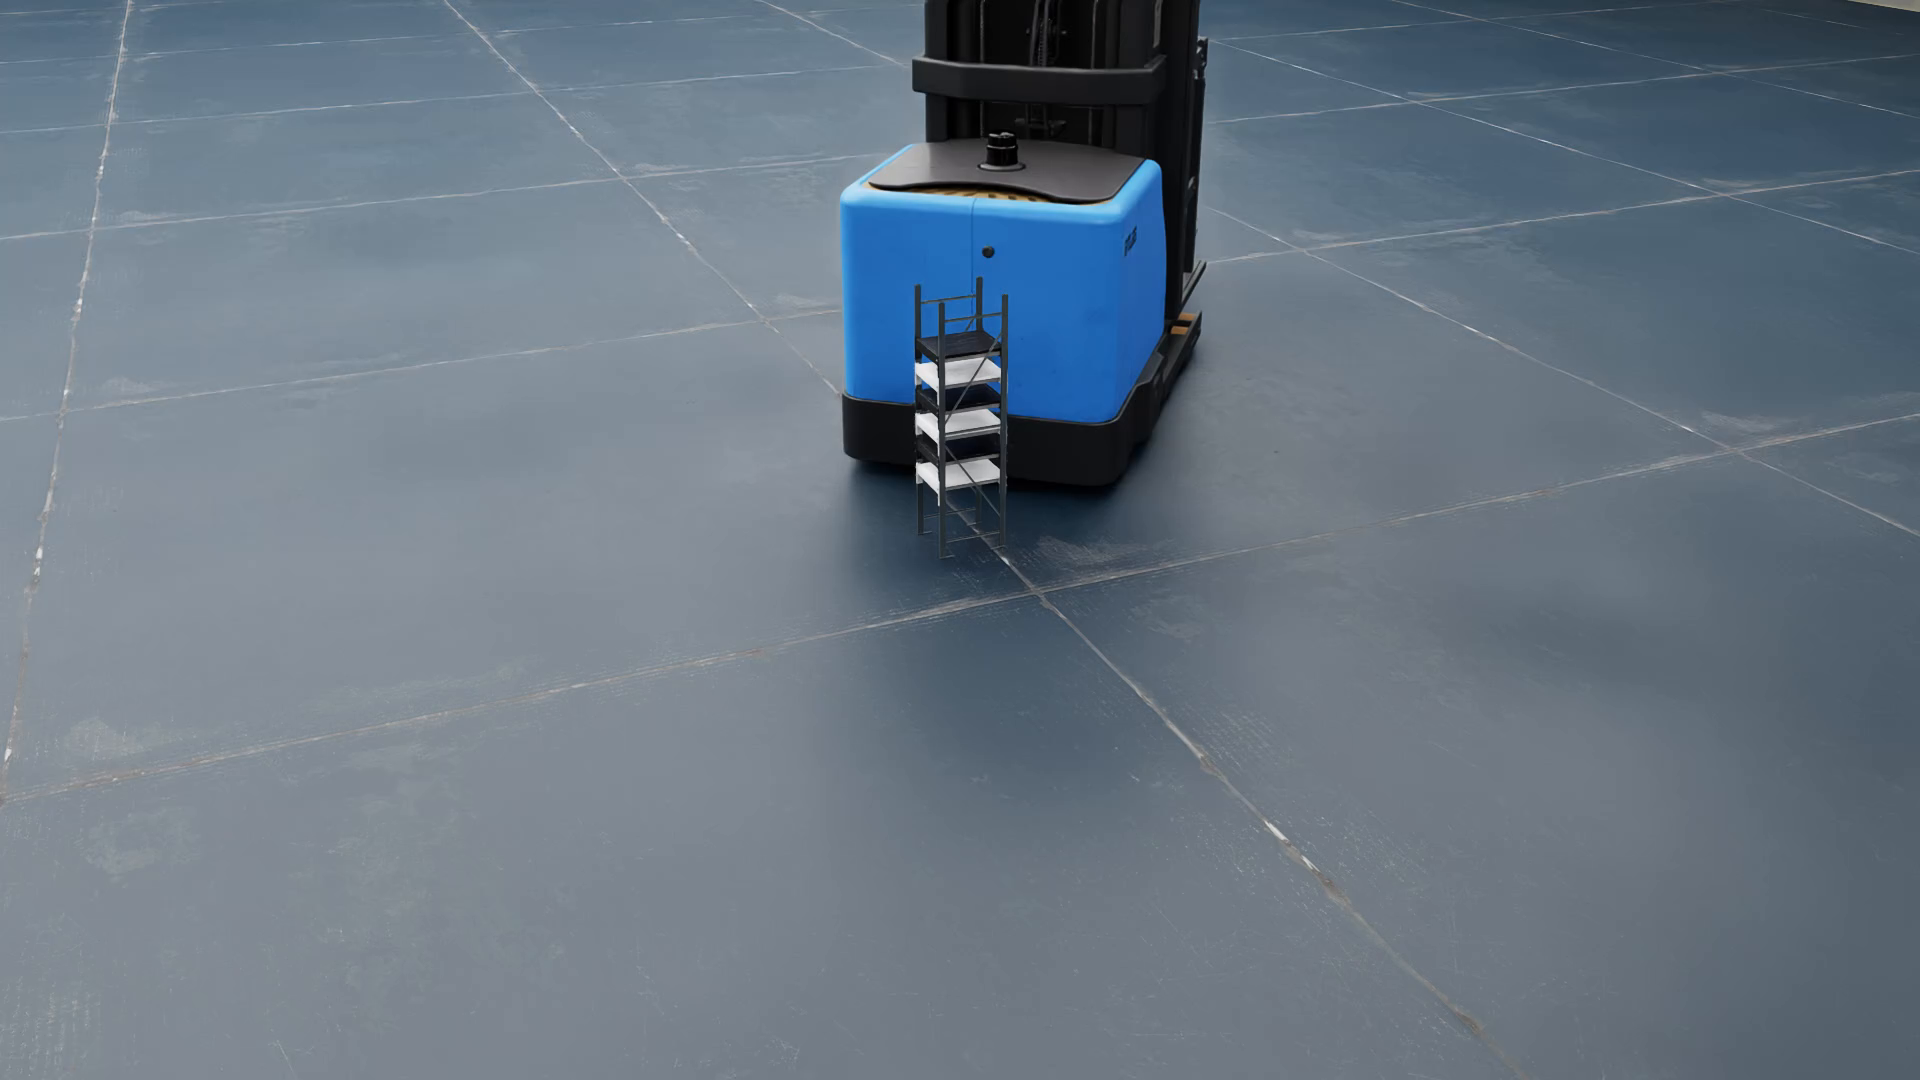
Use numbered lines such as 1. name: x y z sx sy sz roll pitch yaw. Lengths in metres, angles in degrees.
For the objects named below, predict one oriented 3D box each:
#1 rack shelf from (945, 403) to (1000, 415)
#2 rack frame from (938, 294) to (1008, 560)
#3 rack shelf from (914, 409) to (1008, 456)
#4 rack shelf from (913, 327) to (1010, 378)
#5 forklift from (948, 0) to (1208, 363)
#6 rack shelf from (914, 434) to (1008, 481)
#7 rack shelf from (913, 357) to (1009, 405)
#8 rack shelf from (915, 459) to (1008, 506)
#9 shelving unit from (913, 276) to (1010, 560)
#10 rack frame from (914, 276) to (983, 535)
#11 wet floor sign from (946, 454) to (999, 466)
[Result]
1. rack shelf: 0.003 -0.465 5.514 0.199 0.015 0.184 -11 28 -21
2. rack frame: 0.043 -0.360 5.462 0.240 0.900 0.006 -11 28 -21
3. rack shelf: 0.003 -0.371 5.560 0.258 0.077 0.200 -11 28 -21
4. rack shelf: 0.003 -0.614 5.442 0.258 0.077 0.200 -11 28 -21
5. forklift: 0.480 -2.127 6.838 1.118 2.867 2.937 7 27 15
6. rack shelf: 0.003 -0.290 5.600 0.258 0.077 0.200 -11 28 -21
7. rack shelf: 0.003 -0.533 5.481 0.258 0.077 0.200 -11 28 -21
8. rack shelf: 0.003 -0.209 5.639 0.258 0.077 0.200 -11 28 -21
9. shelving unit: 0.003 -0.401 5.546 0.258 0.900 0.210 -11 28 -21
10. rack frame: -0.037 -0.442 5.630 0.240 0.900 0.006 -11 28 -21
11. wet floor sign: -4.111 1.805 1.317 8.976 0.644 9.326 -1 26 -3
